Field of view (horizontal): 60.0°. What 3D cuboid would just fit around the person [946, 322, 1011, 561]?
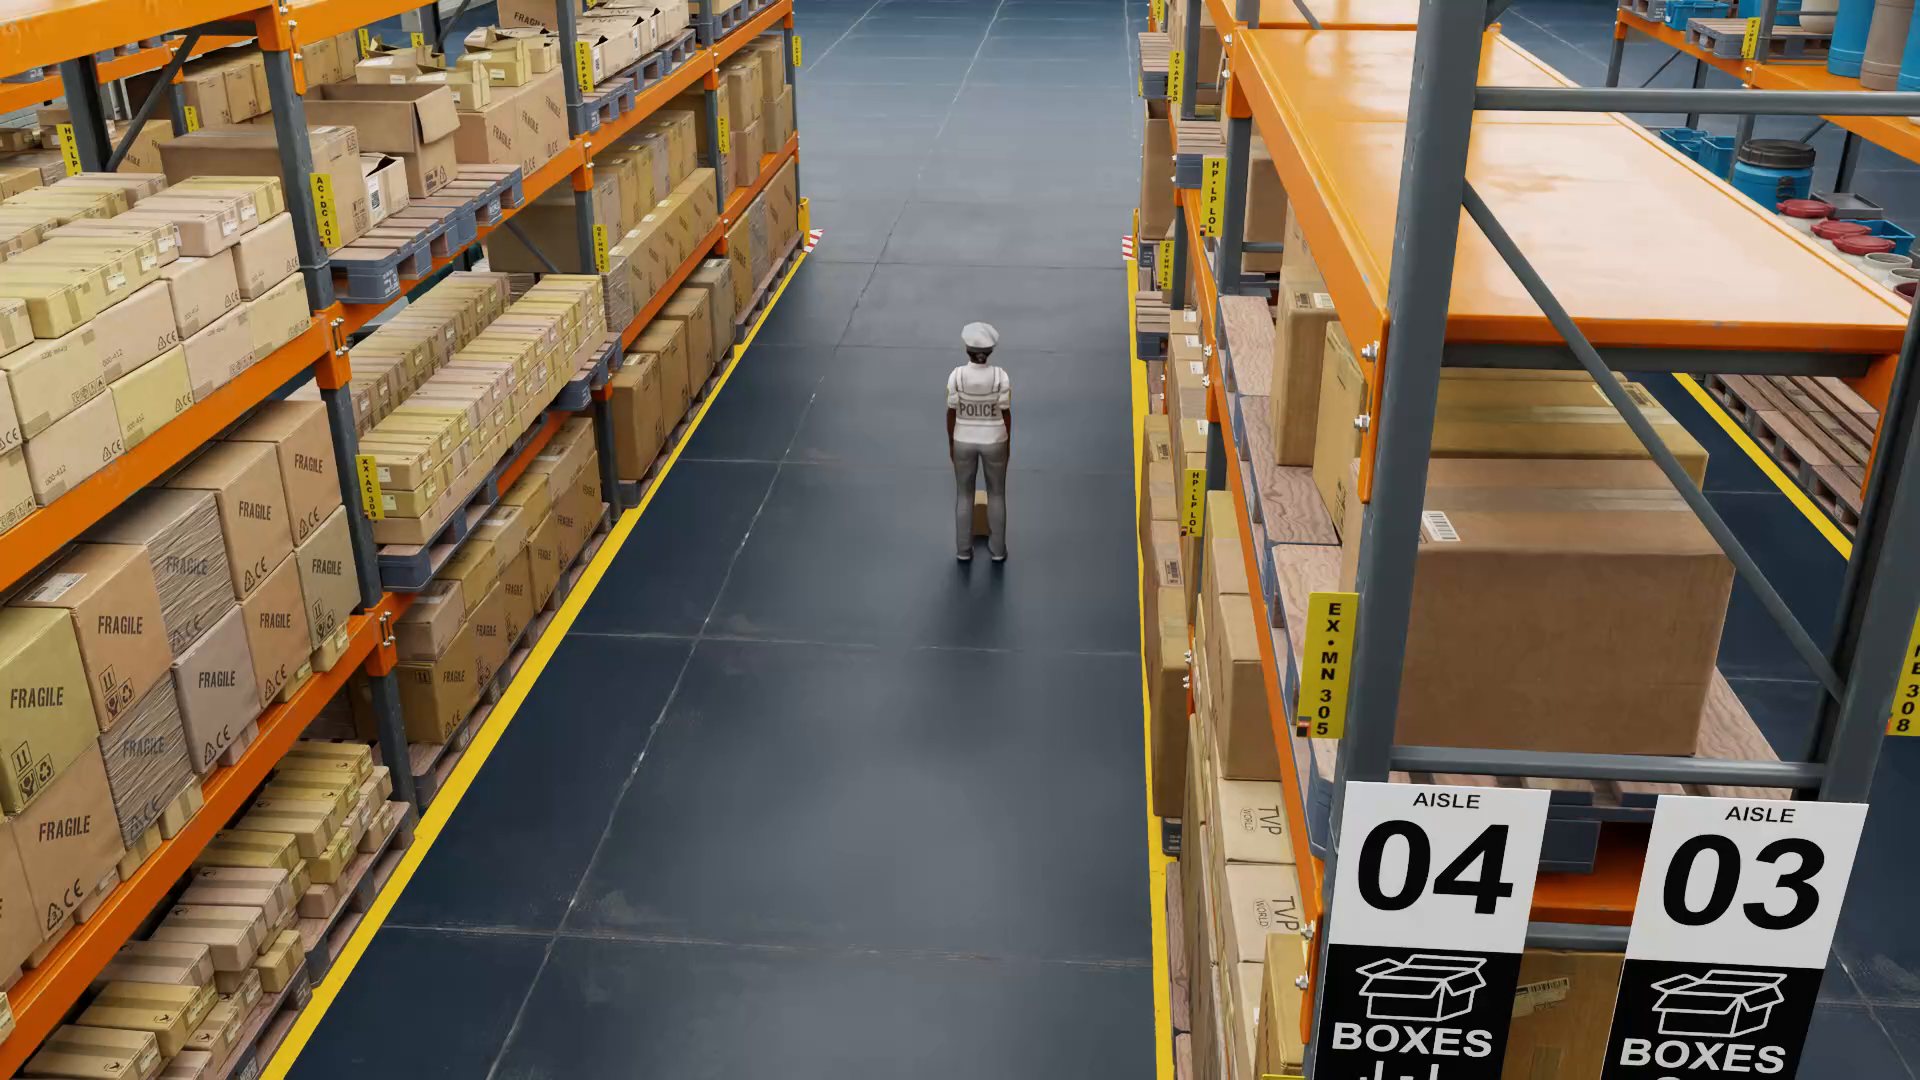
[{"bbox_3d":[0.128,-0.659,11.358,0.440,1.697,0.350,2,25,5],"label":"person"}]
